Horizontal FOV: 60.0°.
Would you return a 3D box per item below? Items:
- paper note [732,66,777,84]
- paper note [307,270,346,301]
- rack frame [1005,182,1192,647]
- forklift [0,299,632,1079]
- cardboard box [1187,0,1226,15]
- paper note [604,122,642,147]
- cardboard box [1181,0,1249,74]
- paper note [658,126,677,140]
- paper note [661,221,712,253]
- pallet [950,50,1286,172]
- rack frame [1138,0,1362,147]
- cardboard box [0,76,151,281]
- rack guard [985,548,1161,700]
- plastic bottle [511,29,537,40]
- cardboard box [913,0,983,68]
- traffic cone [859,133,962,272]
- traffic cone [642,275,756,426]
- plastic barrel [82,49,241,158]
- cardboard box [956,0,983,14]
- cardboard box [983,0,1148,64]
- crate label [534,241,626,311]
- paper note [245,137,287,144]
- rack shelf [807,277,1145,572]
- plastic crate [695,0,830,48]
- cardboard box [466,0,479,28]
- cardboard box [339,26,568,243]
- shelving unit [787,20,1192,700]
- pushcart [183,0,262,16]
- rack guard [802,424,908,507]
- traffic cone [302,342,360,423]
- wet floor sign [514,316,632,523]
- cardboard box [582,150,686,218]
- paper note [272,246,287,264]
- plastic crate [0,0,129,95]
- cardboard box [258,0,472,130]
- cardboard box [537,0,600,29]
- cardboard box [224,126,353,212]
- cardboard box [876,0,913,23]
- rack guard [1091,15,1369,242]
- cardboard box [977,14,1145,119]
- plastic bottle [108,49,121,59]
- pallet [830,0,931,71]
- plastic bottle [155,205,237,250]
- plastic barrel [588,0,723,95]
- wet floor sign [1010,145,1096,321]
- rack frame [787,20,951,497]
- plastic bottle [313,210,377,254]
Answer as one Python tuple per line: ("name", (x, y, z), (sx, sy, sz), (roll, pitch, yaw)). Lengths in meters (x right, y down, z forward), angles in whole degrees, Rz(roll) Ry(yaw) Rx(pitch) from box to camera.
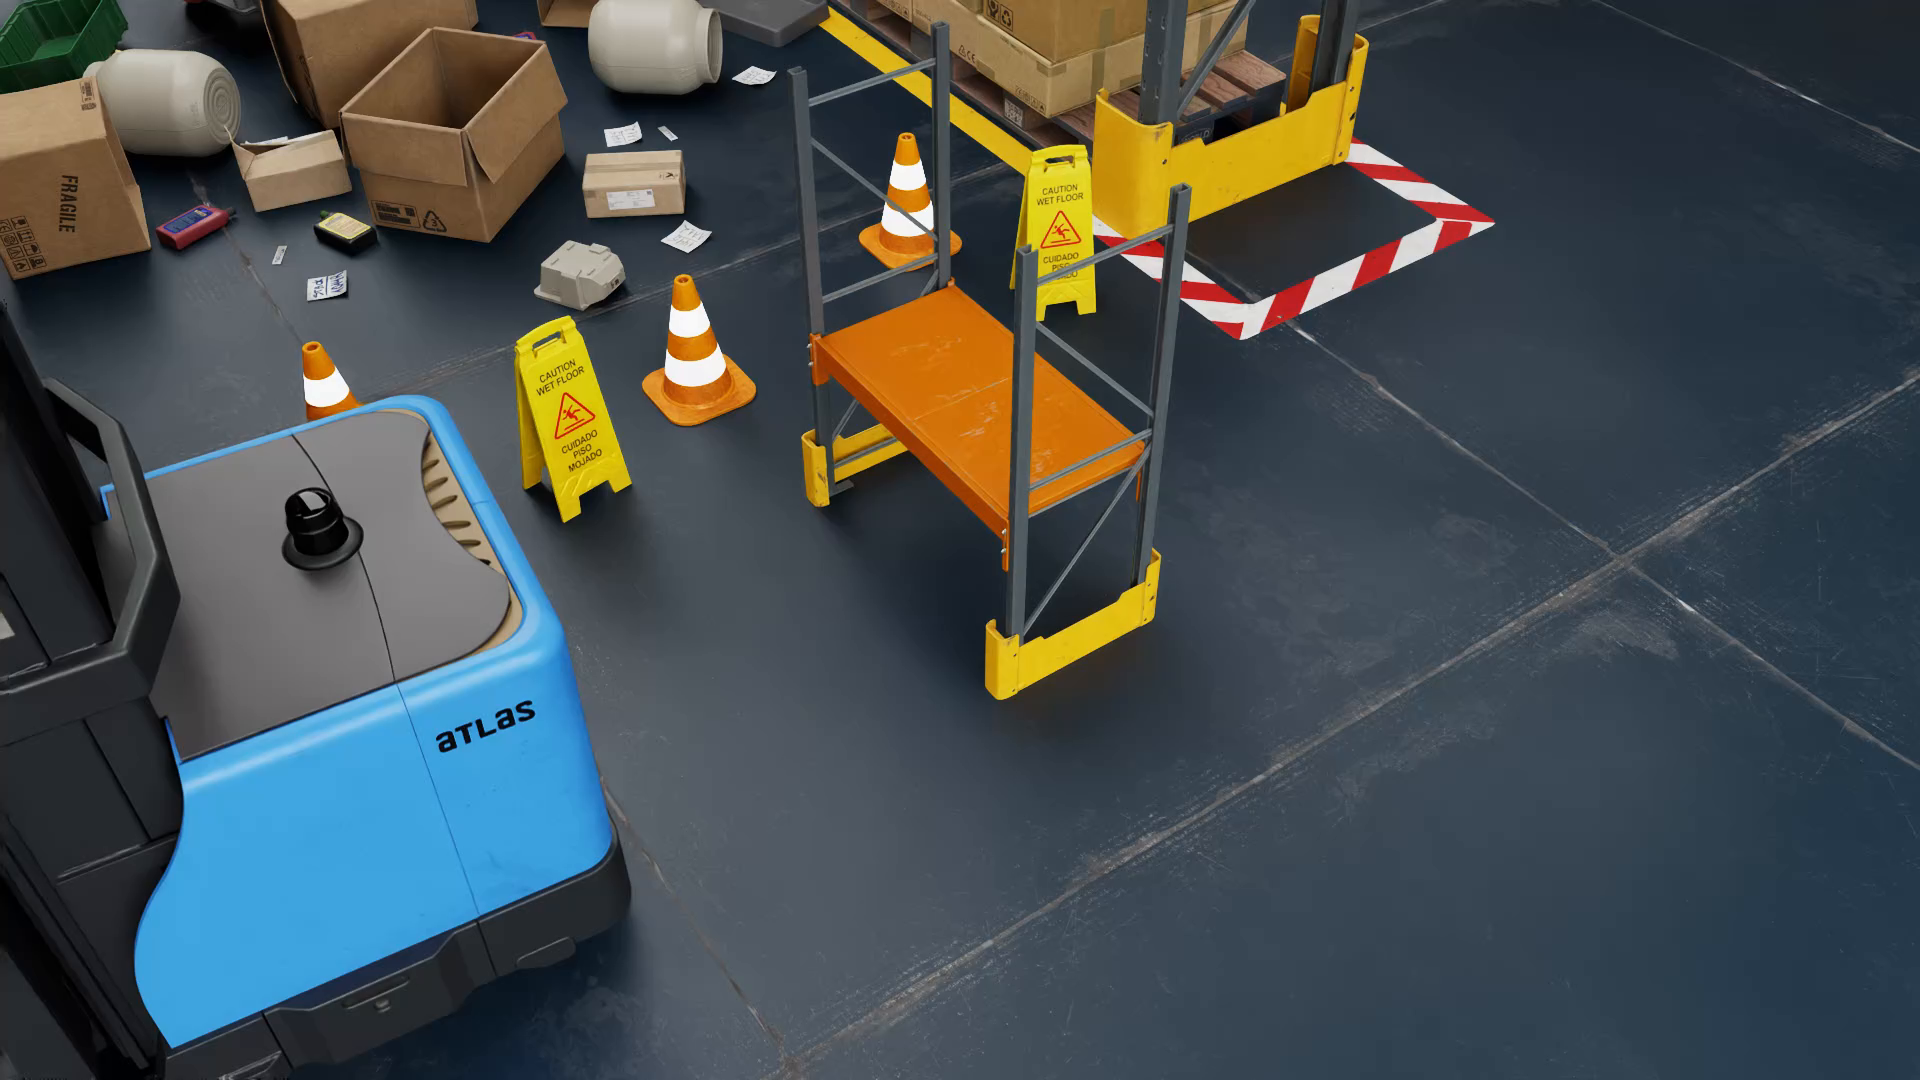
("paper note", (-0.912, -2.067, 7.393), (0.148, 0.019, 0.142), (26, 49, 25))
("paper note", (-2.372, -0.955, 6.229), (0.144, 0.017, 0.142), (-10, 45, -11))
("rack frame", (0.340, -0.206, 4.380), (0.500, 1.500, 0.032), (-26, 49, -24))
("forklift", (-2.369, 0.123, 2.999), (3.031, 2.935, 1.130), (-21, 48, -21))
("cardboard box", (0.863, -2.515, 6.856), (0.500, 0.500, 0.500), (-27, 50, -26))
("paper note", (-1.425, -1.718, 7.036), (0.148, 0.019, 0.142), (-10, 45, -11))
("cardboard box", (0.877, -2.230, 7.101), (0.500, 0.250, 0.500), (-26, 49, -25))
("paper note", (-1.239, -1.725, 7.049), (0.032, 0.001, 0.123), (-26, 49, -24))
("paper note", (-1.062, -1.182, 6.466), (0.142, 0.019, 0.148), (26, 49, 25))
("pallet", (0.632, -2.015, 7.208), (1.003, 0.211, 1.213), (-26, 49, -24))
("rack frame", (1.111, -2.507, 5.704), (1.000, 3.000, 0.127), (-26, 49, -24))
("cardboard box", (-3.449, -1.383, 6.334), (0.500, 0.500, 0.500), (-18, 46, -18))
("rack guard", (0.329, 0.235, 4.823), (0.587, 0.250, 0.087), (-26, 49, -24))
("plastic bottle", (-1.977, -2.238, 7.550), (0.133, 0.061, 0.283), (-18, 46, -18))
("cardboard box", (0.138, -2.312, 7.187), (0.500, 0.250, 0.500), (-26, 49, -24))
("traffic cone", (-0.193, -1.323, 6.301), (0.336, 0.463, 0.334), (-26, 49, -24))
("traffic cone", (-0.909, -0.692, 5.640), (0.336, 0.463, 0.334), (-26, 49, -24))
("plastic barrel", (-3.272, -1.791, 6.820), (0.512, 0.421, 0.421), (4, 44, 4))
("cardboard box", (0.138, -2.580, 6.925), (0.500, 0.500, 0.500), (-24, 49, -23))
("cardboard box", (0.439, -2.286, 6.617), (0.500, 0.500, 0.500), (-25, 49, -24))
("crate label", (-1.409, -0.995, 6.193), (0.298, 0.136, 0.250), (18, 47, 18))
("paper note", (-2.901, -1.637, 6.948), (0.172, 0.023, 0.155), (-10, 45, -11))
("rack shelf", (0.049, -0.364, 4.806), (0.538, 0.185, 1.000), (-26, 49, -24))
("plastic crate", (-0.951, -2.503, 7.814), (0.583, 0.080, 0.402), (26, 49, 25))
("cardboard box", (-2.471, -2.474, 7.649), (0.396, 0.266, 0.258), (11, 45, 11))
("cardboard box", (-1.970, -1.599, 6.560), (0.637, 0.503, 0.797), (11, 45, 11))
("shelving unit", (0.044, -0.499, 4.687), (0.587, 1.500, 1.083), (-26, 49, -24))
("pushcart", (-3.019, -2.895, 8.009), (0.936, 0.377, 1.648), (26, 49, 25))
("rack guard", (-0.241, -0.329, 5.414), (0.587, 0.250, 0.087), (-26, 49, -24))
("traffic cone", (-2.030, -0.438, 5.374), (0.336, 0.463, 0.334), (-26, 49, -24))
("wet floor sign", (-1.250, -0.408, 5.211), (0.267, 0.644, 0.232), (-35, 53, -31))
("cardboard box", (-1.295, -1.420, 6.629), (0.380, 0.149, 0.250), (-3, 44, -4))
("paper note", (-2.615, -1.096, 6.390), (0.032, 0.001, 0.123), (-3, 44, -4))
("plastic crate", (-4.005, -2.182, 7.359), (0.450, 0.188, 0.662), (-11, 44, 3))
("cardboard box", (-2.512, -2.174, 7.065), (0.797, 0.637, 0.503), (-26, 49, -24))
("cardboard box", (-1.680, -2.725, 7.740), (0.500, 0.500, 0.500), (4, 44, 4))
("cardboard box", (-2.685, -1.525, 6.655), (0.396, 0.266, 0.258), (-18, 46, -18))
("cardboard box", (-0.166, -2.606, 7.495), (0.500, 0.250, 0.500), (-27, 50, -26))
("rack guard", (1.068, -1.646, 6.612), (1.175, 0.500, 0.348), (-26, 49, -24))
("cardboard box", (0.414, -2.029, 6.891), (0.500, 0.250, 0.500), (-26, 49, -25))
("plastic bottle", (-3.783, -2.137, 7.444), (0.283, 0.061, 0.133), (18, 47, 18))
("pallet", (-0.062, -2.706, 7.931), (1.003, 0.211, 1.213), (-26, 49, -24))
("plastic bottle", (-2.982, -1.239, 6.504), (0.133, 0.061, 0.283), (26, 49, 25))
("plastic barrel", (-1.312, -2.147, 7.192), (0.512, 0.421, 0.421), (4, 44, 4))
("wet floor sign", (0.342, -1.125, 5.961), (0.267, 0.644, 0.232), (-10, 45, -11))
("rack frame", (-0.242, -0.782, 4.983), (0.500, 1.500, 0.032), (-26, 49, -24))
("plastic bottle", (-2.413, -1.206, 6.469), (0.283, 0.061, 0.133), (26, 49, 25))
